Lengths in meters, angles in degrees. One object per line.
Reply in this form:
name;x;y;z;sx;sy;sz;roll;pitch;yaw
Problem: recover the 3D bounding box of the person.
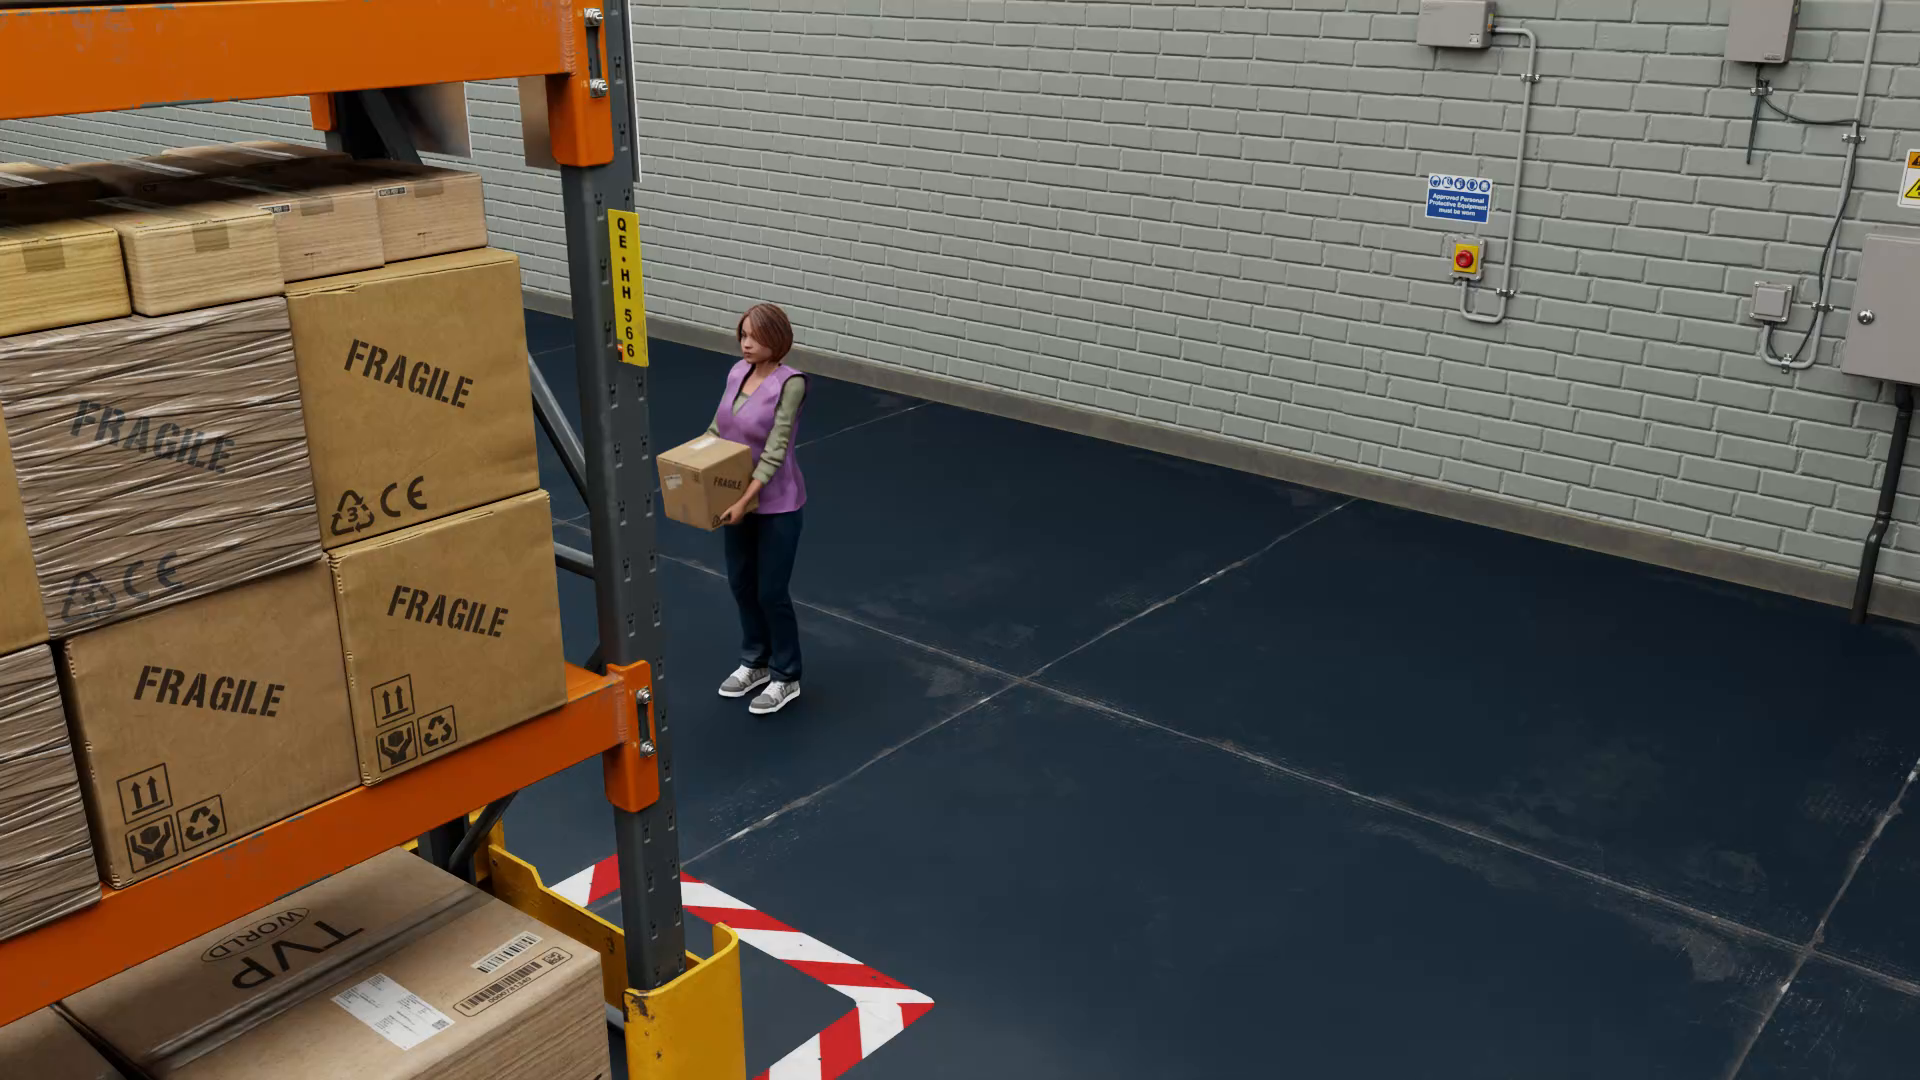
person;-0.772;-0.120;6.421;0.445;1.588;0.371;15;25;35
